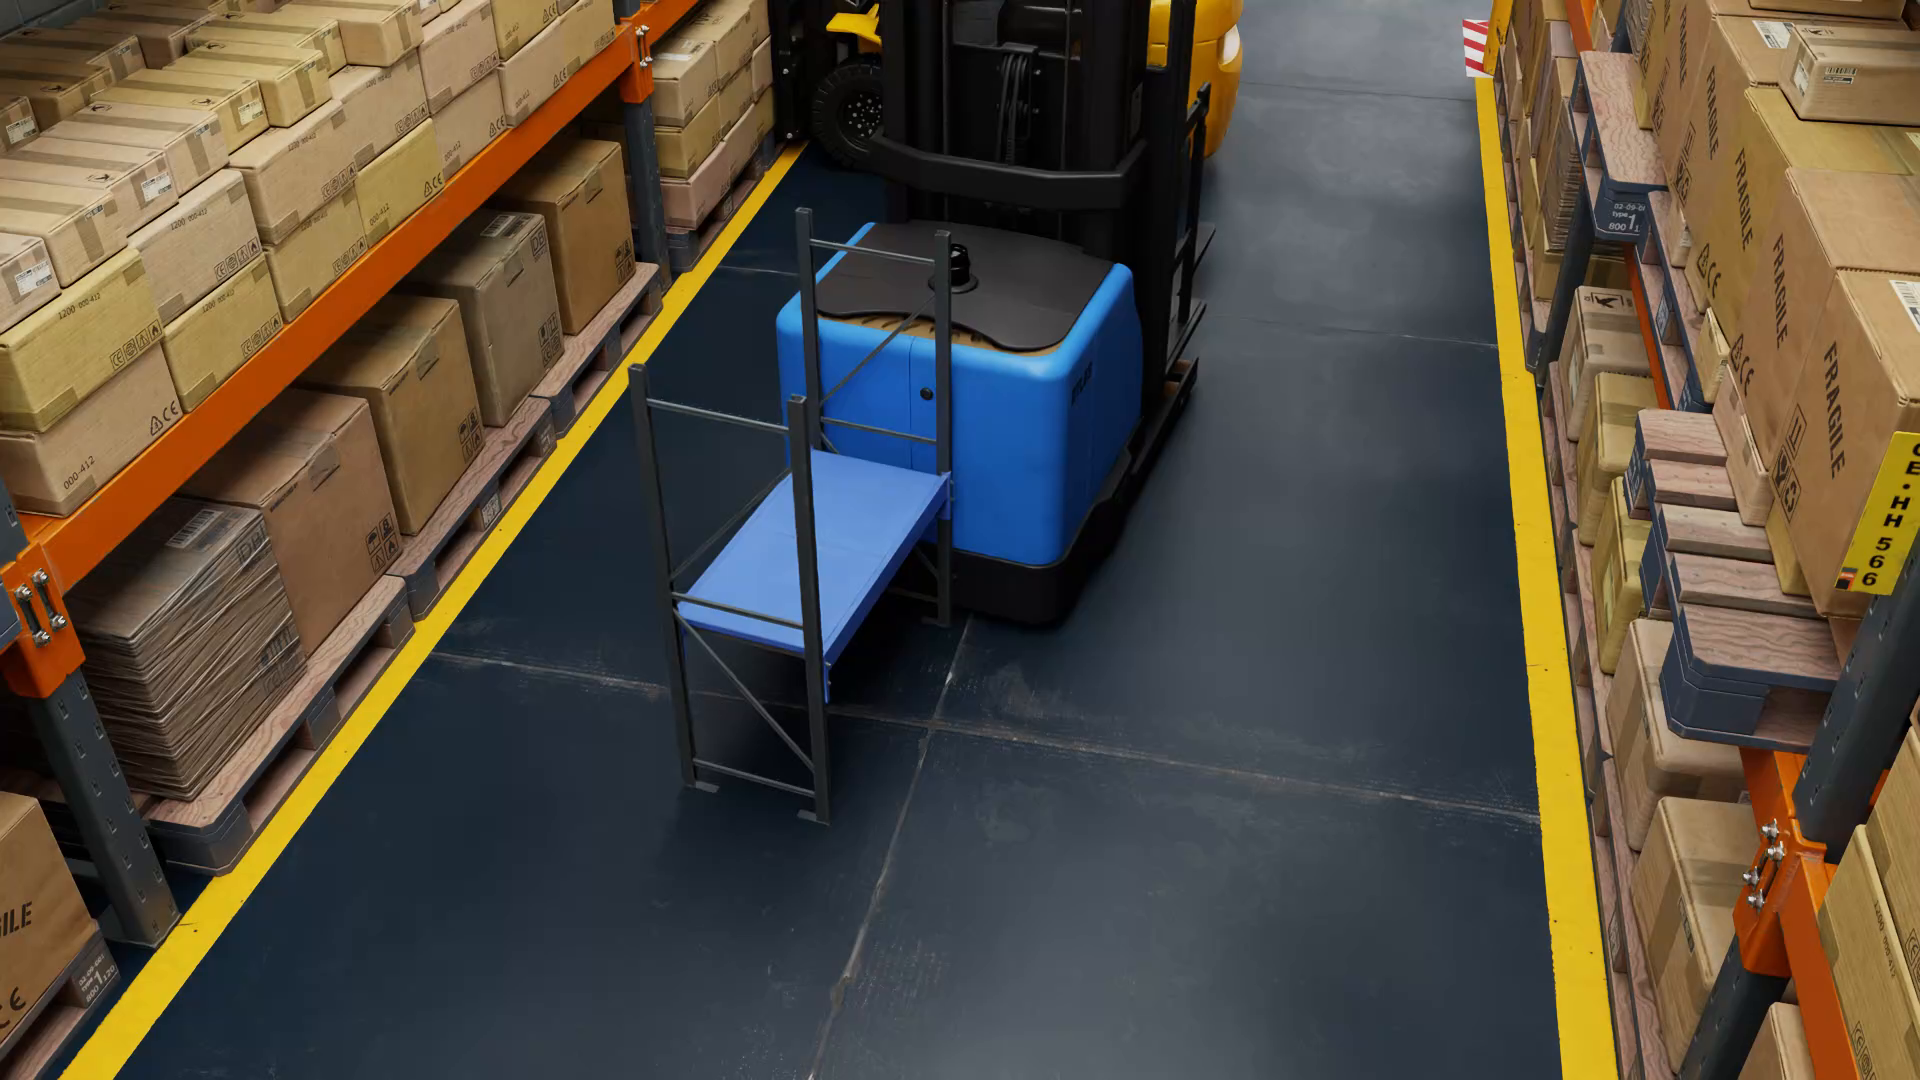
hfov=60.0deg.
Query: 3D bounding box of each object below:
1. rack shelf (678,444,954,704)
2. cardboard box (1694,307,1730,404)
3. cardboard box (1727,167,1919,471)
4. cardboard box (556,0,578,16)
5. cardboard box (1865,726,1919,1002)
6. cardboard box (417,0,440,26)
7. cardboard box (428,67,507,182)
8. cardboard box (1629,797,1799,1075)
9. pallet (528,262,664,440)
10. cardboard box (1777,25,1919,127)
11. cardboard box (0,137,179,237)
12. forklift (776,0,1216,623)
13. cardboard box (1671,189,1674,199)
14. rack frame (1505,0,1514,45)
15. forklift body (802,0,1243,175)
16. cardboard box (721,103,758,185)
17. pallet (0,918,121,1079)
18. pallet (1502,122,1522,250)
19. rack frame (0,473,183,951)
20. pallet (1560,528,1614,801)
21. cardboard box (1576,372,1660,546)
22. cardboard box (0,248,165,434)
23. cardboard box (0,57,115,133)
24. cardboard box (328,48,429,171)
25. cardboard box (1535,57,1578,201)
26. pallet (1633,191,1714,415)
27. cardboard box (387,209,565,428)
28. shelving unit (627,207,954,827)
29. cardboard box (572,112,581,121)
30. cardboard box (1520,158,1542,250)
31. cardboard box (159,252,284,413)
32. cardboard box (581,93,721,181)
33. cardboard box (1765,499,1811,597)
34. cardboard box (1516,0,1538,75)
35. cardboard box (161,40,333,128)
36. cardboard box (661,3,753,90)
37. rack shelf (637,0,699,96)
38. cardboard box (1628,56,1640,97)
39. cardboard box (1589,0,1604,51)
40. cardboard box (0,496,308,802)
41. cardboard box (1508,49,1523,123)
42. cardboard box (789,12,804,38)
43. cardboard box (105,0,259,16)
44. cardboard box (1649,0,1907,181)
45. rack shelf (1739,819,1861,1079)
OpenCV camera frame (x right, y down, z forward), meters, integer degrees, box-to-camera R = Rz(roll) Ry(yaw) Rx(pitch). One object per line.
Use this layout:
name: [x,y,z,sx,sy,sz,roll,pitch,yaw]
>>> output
rack shelf: [-0.445,0.070,5.181,0.538,0.185,1.000,13,38,17]
cardboard box: [2.067,-0.443,4.161,0.380,0.149,0.250,8,37,11]
cardboard box: [2.049,-0.465,3.639,0.500,0.500,0.500,7,36,9]
cardboard box: [-1.727,-2.283,6.545,0.500,0.250,0.500,7,36,9]
cardboard box: [1.774,0.577,2.600,0.500,0.250,0.500,7,37,10]
cardboard box: [-1.972,-1.798,5.536,0.380,0.149,0.250,8,37,10]
cardboard box: [-1.962,-1.502,5.894,0.500,0.250,0.500,8,37,10]
cardboard box: [2.254,1.030,4.154,0.950,0.372,0.625,5,36,7]
pallet: [-1.991,-0.898,7.309,1.003,0.211,1.213,7,37,10]
cardboard box: [2.197,-1.108,3.974,0.380,0.149,0.250,6,36,8]
cardboard box: [-2.285,-0.914,4.317,0.380,0.149,0.250,8,37,11]
forklift: [0.371,-1.762,6.184,1.130,2.935,3.031,13,38,17]
cardboard box: [2.353,-1.028,4.968,0.380,0.149,0.250,8,37,10]
rack frame: [3.832,-4.128,9.389,1.000,3.000,0.127,7,37,10]
forklift body: [0.360,-3.088,8.678,2.313,2.155,1.214,7,37,10]
cardboard box: [-1.352,-2.040,8.494,0.500,0.250,0.500,7,36,9]
pallet: [-2.923,1.391,4.151,1.003,0.211,1.213,7,37,10]
pallet: [3.345,-1.796,8.549,1.003,0.211,1.213,7,37,10]
rack frame: [-2.726,-0.161,3.916,1.000,3.000,0.127,7,37,10]
pallet: [2.555,0.443,5.459,1.003,0.211,1.213,7,37,10]
cardboard box: [2.718,-0.227,5.888,0.950,0.372,0.625,10,37,13]
cardboard box: [-2.368,-0.524,4.118,0.500,0.250,0.500,7,37,10]
cardboard box: [-2.677,-1.271,4.809,0.380,0.149,0.250,7,37,10]
cardboard box: [-2.071,-1.407,5.338,0.500,0.250,0.500,8,37,11]
cardboard box: [2.949,-1.859,7.606,0.500,0.500,0.500,8,37,11]
pallet: [2.506,-0.603,4.690,1.003,0.211,1.213,7,37,10]
cardboard box: [-2.146,-0.918,6.627,0.875,0.625,0.625,7,37,9]
shelving unit: [-0.445,-0.075,5.076,0.538,1.500,1.048,13,38,17]
cardboard box: [-1.956,-2.222,7.893,0.500,0.250,0.500,8,37,11]
cardboard box: [2.946,-1.570,7.846,0.500,0.250,0.500,6,36,9]
cardboard box: [-2.281,-0.612,4.666,0.500,0.250,0.500,7,36,9]
cardboard box: [-1.467,-1.952,7.947,0.500,0.250,0.500,7,37,10]
cardboard box: [1.950,0.010,3.536,0.380,0.149,0.250,8,37,11]
cardboard box: [3.278,-2.746,8.829,0.500,0.500,0.500,6,36,8]
cardboard box: [-2.105,-1.351,4.921,0.380,0.149,0.250,8,37,11]
cardboard box: [-1.343,-2.446,8.202,0.500,0.250,0.500,7,37,10]
rack shelf: [-1.445,-3.310,8.874,1.077,0.370,4.000,7,37,10]
cardboard box: [2.551,-1.625,5.793,0.380,0.149,0.250,8,37,11]
cardboard box: [2.795,-2.099,6.804,0.380,0.149,0.250,8,37,11]
cardboard box: [-2.580,0.274,4.981,0.875,0.625,0.625,8,37,11]
cardboard box: [3.274,-2.465,9.080,0.500,0.250,0.500,9,37,12]
cardboard box: [-1.134,-2.817,9.140,0.500,0.250,0.500,7,37,10]
cardboard box: [-2.528,-1.715,5.422,0.380,0.149,0.250,8,37,10]
cardboard box: [2.372,-1.364,4.879,0.500,0.500,0.500,7,37,10]
rack shelf: [1.696,1.897,1.690,1.077,0.370,4.000,7,37,10]
